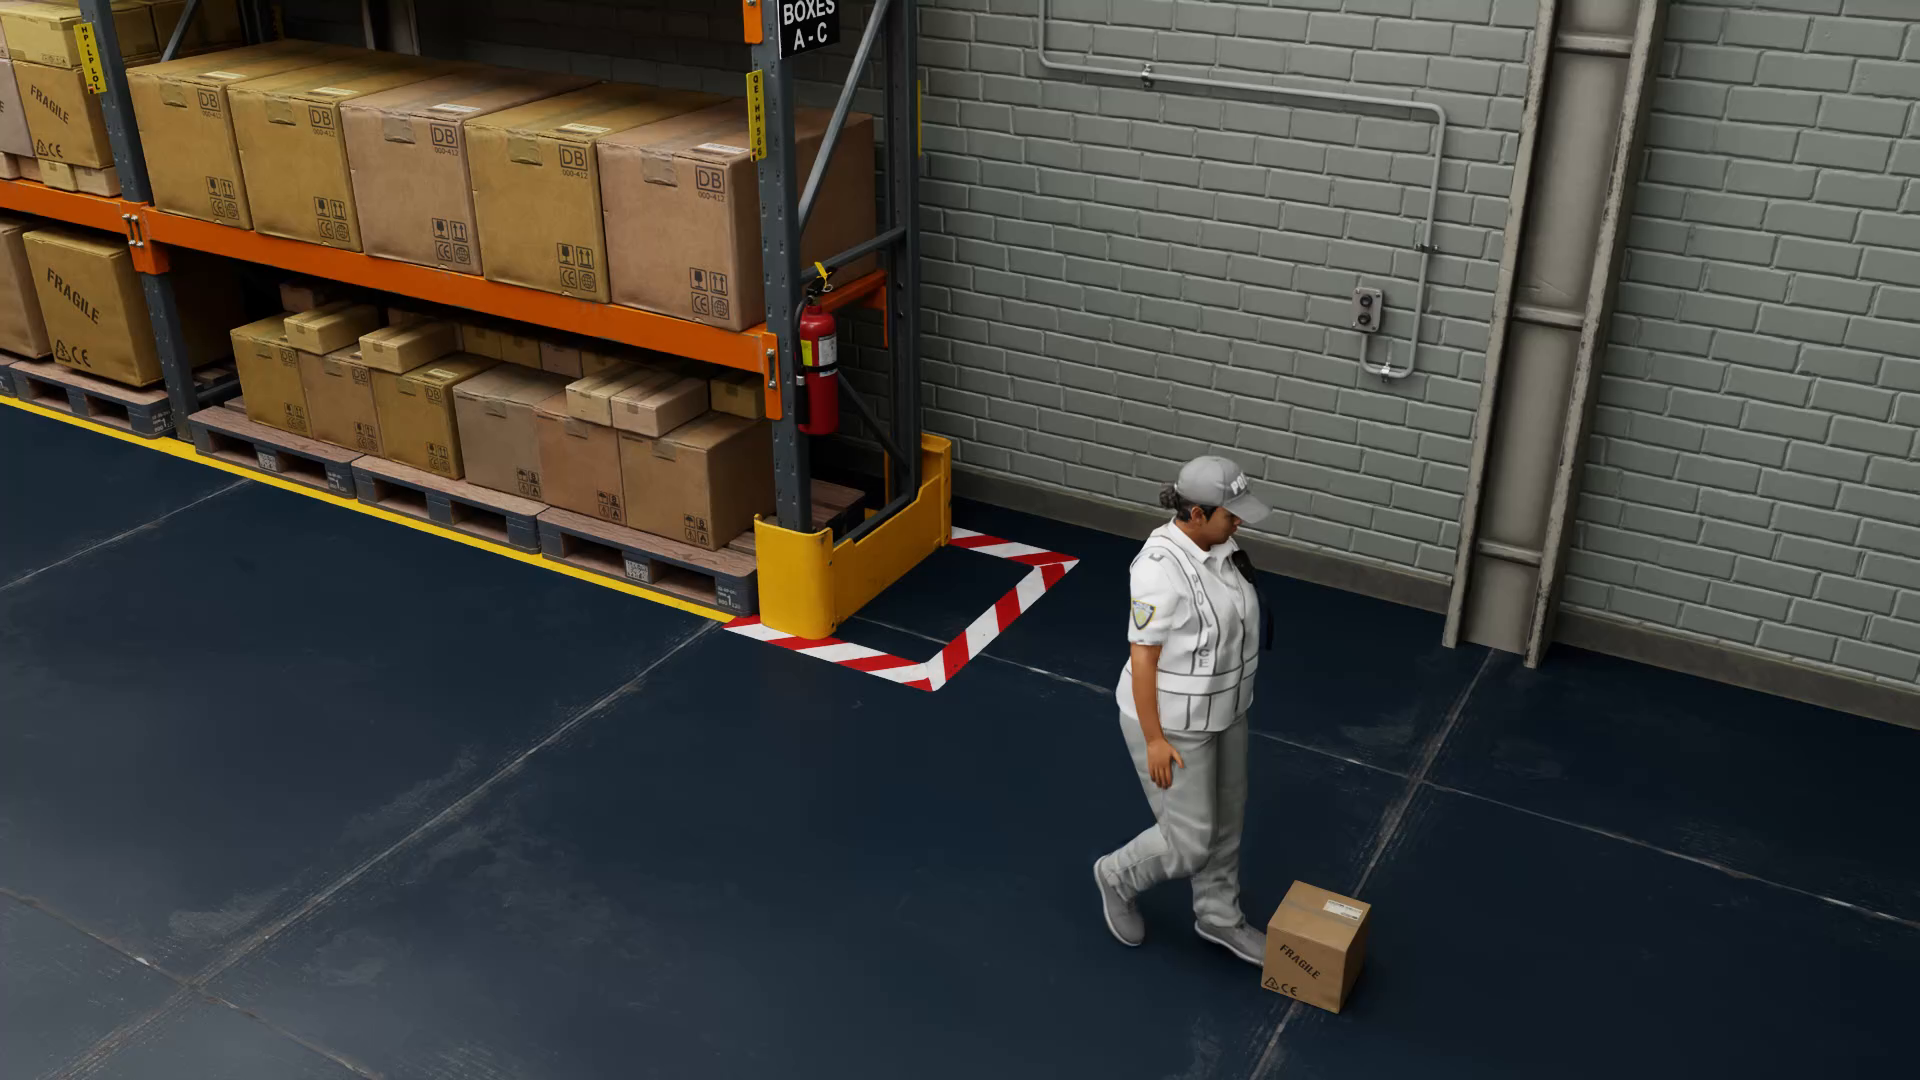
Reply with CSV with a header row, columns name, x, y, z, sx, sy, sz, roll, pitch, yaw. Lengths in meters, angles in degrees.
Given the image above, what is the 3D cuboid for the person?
name,x,y,z,sx,sy,sz,roll,pitch,yaw
person,0.744,0.543,5.025,0.602,1.653,0.533,19,33,34
